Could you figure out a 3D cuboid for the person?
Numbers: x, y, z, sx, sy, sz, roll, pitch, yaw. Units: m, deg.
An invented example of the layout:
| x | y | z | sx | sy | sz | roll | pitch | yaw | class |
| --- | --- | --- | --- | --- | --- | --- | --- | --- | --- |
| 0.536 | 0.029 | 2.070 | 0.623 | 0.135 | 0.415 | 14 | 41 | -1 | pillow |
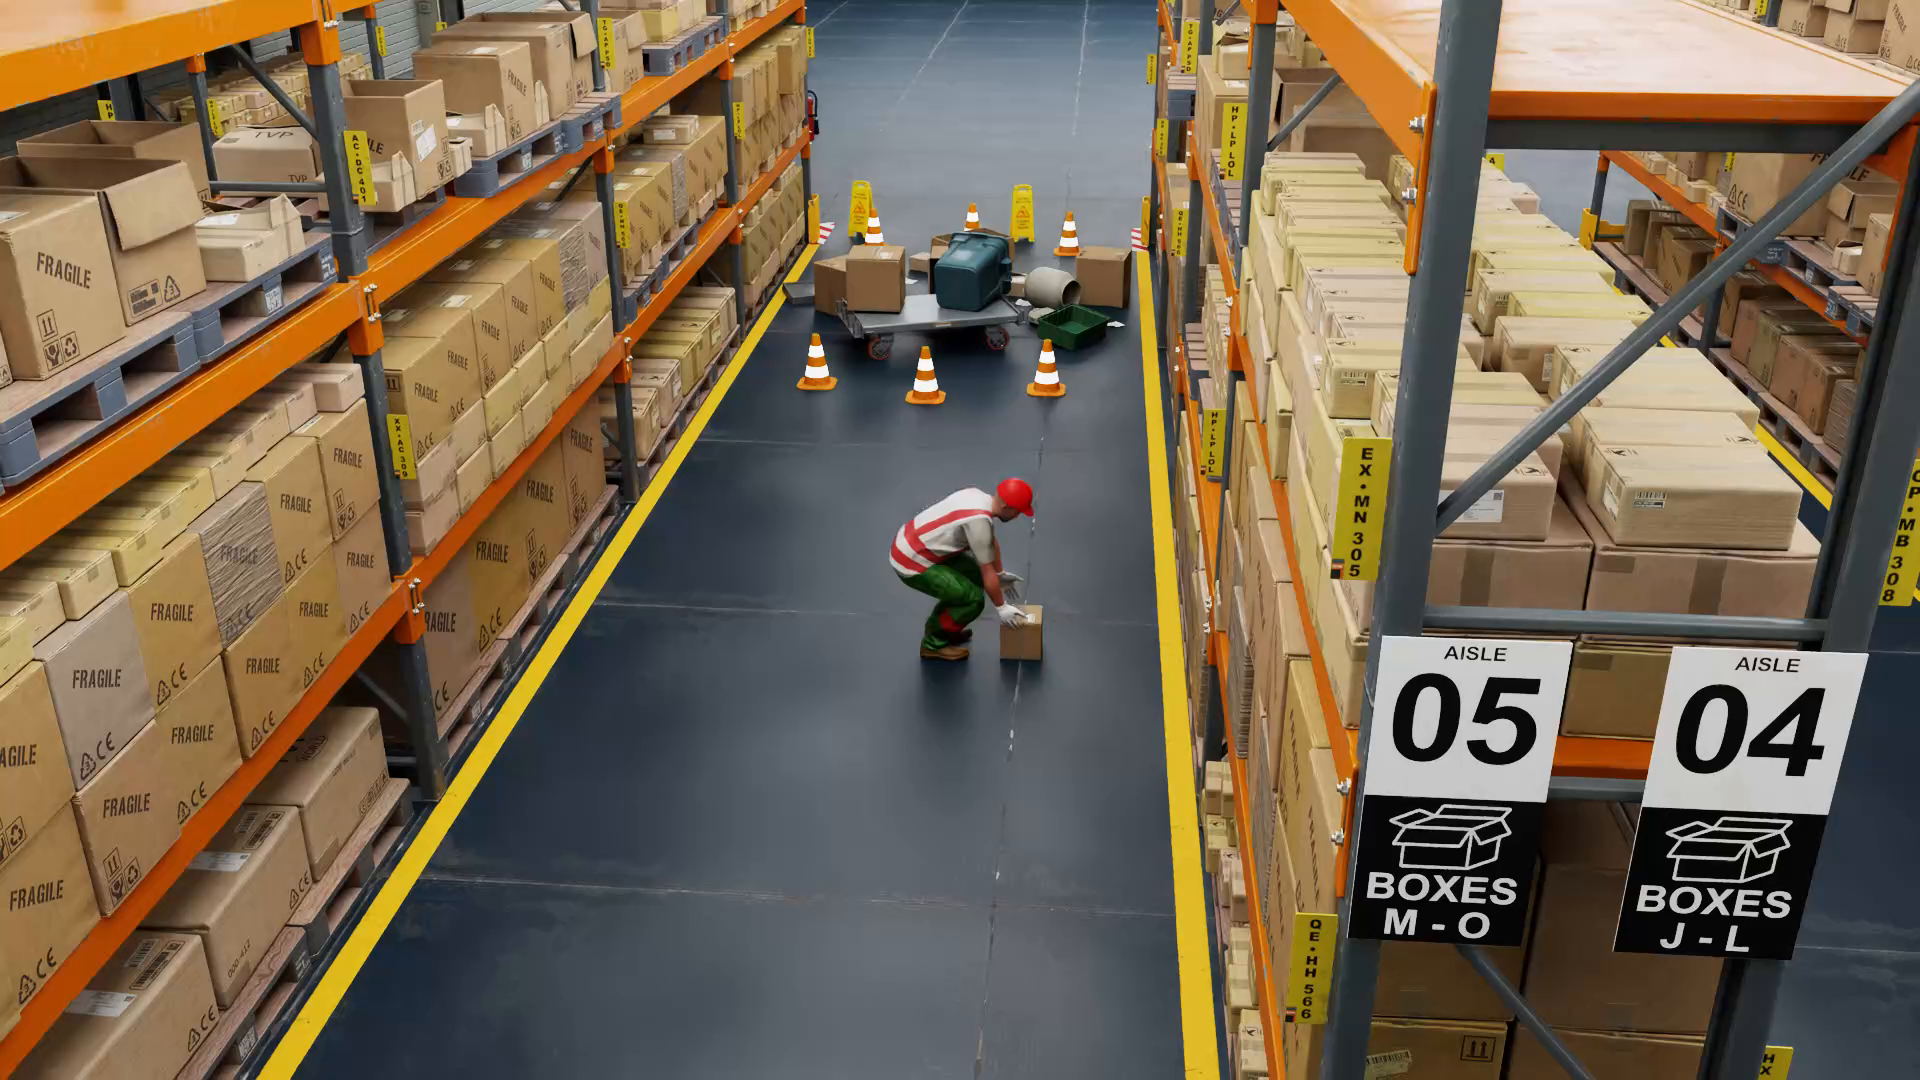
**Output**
| x | y | z | sx | sy | sz | roll | pitch | yaw | class |
| --- | --- | --- | --- | --- | --- | --- | --- | --- | --- |
| 0.008 | 0.142 | 10.082 | 0.863 | 1.116 | 0.581 | 2 | 24 | 4 | person |
